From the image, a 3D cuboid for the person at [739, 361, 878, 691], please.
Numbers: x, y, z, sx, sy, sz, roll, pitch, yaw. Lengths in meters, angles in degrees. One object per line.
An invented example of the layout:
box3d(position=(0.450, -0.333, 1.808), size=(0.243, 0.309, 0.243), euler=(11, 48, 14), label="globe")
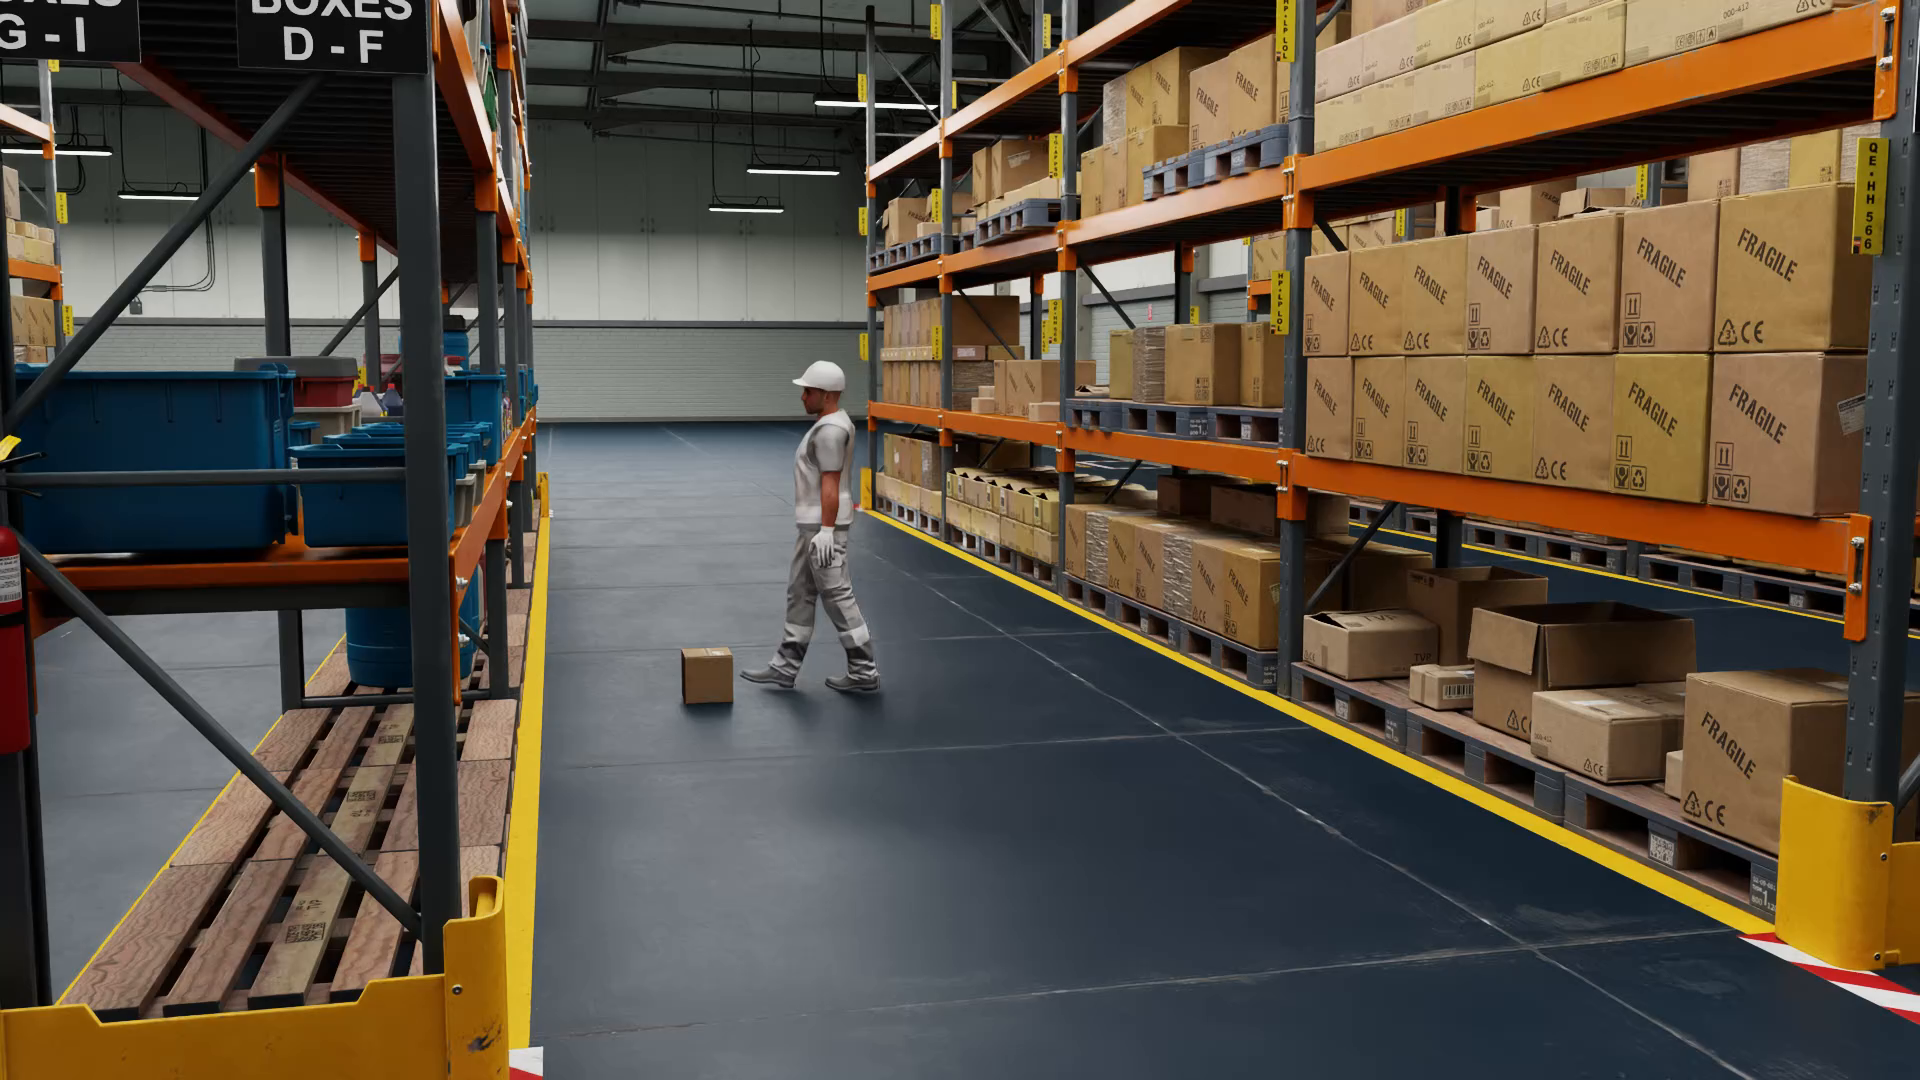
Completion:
box3d(position=(-0.820, -0.065, 8.899), size=(0.763, 1.774, 0.589), euler=(0, 6, -1), label="person")
